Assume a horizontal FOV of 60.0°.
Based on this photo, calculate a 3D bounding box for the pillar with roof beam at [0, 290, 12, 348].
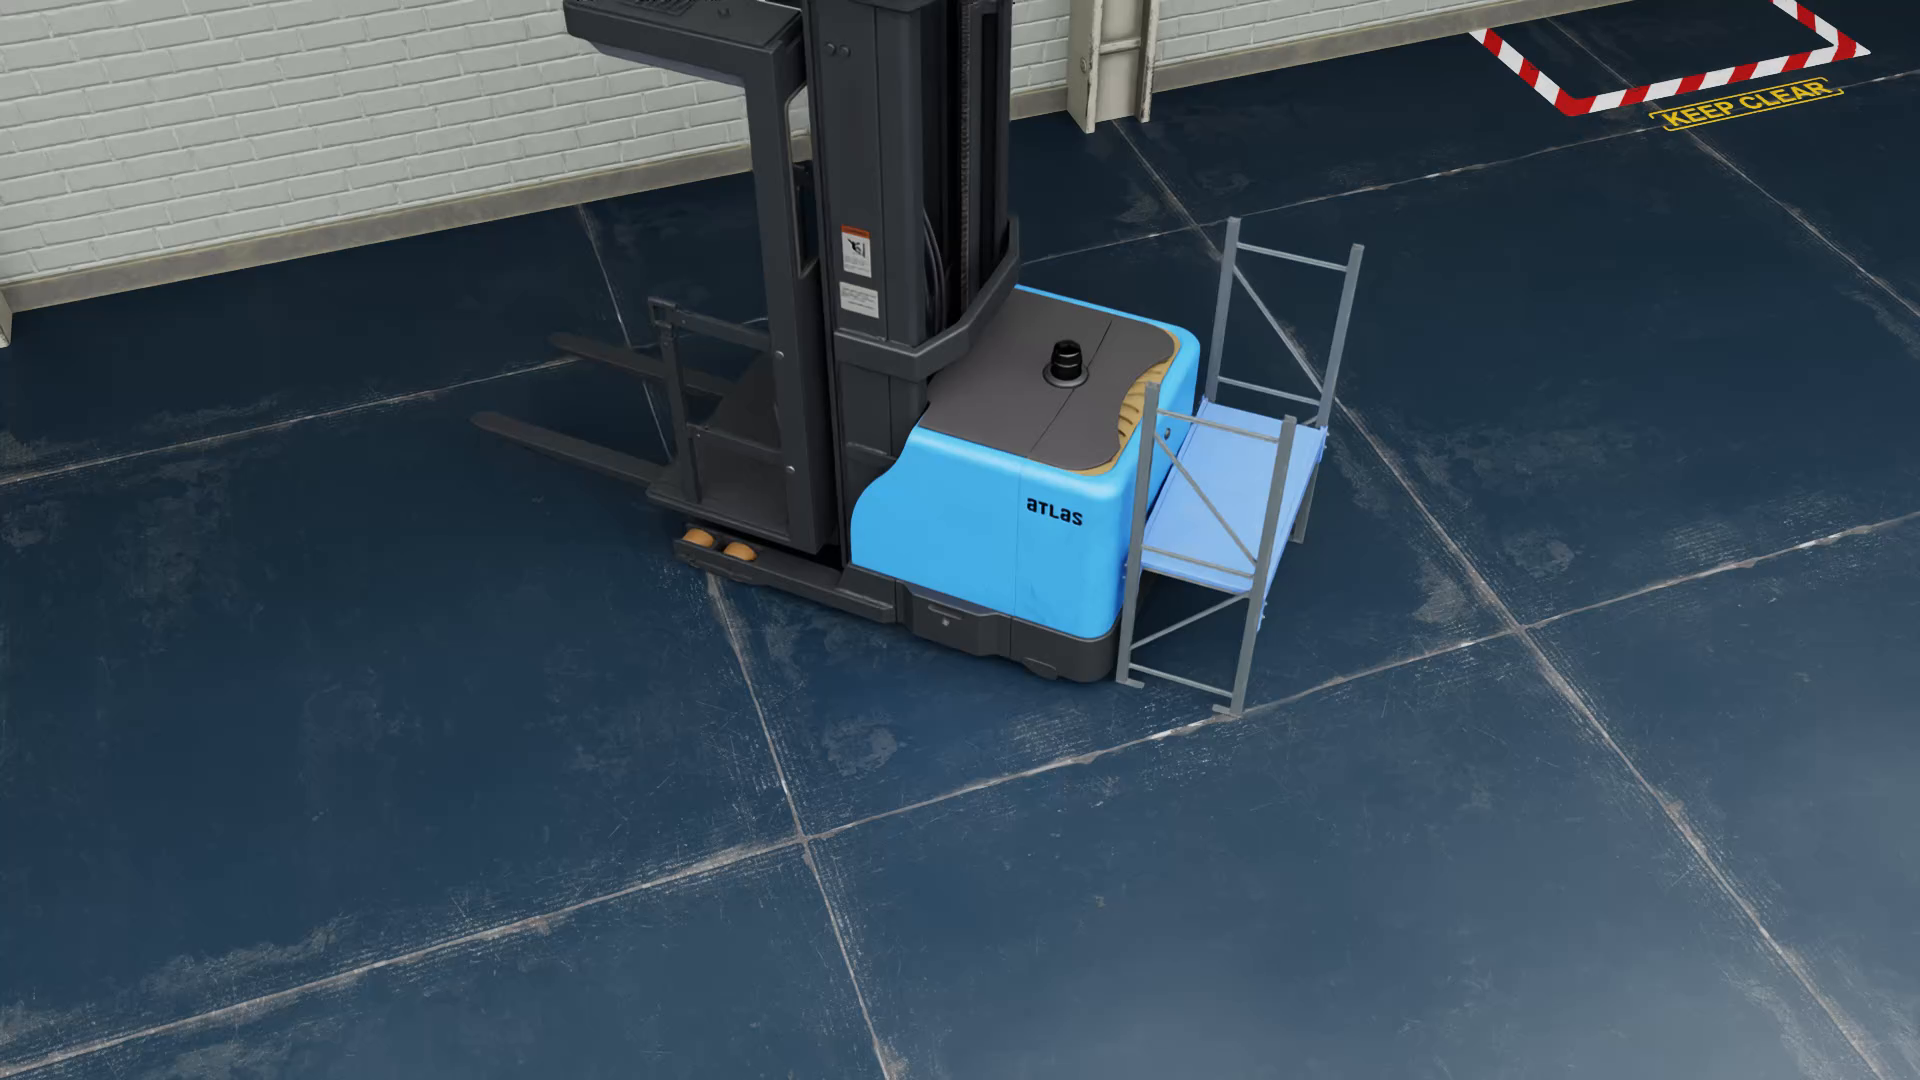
[{"bbox_3d":[-3.343,-1.297,1.999,0.400,9.000,9.100,-14,47,-14],"label":"pillar with roof beam"}]

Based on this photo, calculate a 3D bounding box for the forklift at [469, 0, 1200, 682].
[{"bbox_3d":[-0.631,-1.185,6.171,3.031,2.935,1.130,17,48,17],"label":"forklift"}]

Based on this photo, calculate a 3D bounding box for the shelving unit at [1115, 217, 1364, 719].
[{"bbox_3d":[1.034,-0.253,6.253,0.538,1.500,1.048,16,47,15],"label":"shelving unit"}]

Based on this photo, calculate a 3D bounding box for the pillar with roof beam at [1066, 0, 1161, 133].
[{"bbox_3d":[2.301,-2.740,3.437,0.400,9.000,9.100,-14,47,-14],"label":"pillar with roof beam"}]

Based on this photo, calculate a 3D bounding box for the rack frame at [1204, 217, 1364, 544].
[{"bbox_3d":[1.222,-0.588,6.586,0.500,1.500,0.032,16,47,15],"label":"rack frame"}]

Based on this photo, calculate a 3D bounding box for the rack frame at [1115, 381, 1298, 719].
[{"bbox_3d":[0.846,0.081,5.920,0.500,1.500,0.032,16,47,15],"label":"rack frame"}]

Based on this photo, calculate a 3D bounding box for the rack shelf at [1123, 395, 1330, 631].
[{"bbox_3d":[1.034,-0.126,6.380,0.538,0.185,1.000,16,47,15],"label":"rack shelf"}]
